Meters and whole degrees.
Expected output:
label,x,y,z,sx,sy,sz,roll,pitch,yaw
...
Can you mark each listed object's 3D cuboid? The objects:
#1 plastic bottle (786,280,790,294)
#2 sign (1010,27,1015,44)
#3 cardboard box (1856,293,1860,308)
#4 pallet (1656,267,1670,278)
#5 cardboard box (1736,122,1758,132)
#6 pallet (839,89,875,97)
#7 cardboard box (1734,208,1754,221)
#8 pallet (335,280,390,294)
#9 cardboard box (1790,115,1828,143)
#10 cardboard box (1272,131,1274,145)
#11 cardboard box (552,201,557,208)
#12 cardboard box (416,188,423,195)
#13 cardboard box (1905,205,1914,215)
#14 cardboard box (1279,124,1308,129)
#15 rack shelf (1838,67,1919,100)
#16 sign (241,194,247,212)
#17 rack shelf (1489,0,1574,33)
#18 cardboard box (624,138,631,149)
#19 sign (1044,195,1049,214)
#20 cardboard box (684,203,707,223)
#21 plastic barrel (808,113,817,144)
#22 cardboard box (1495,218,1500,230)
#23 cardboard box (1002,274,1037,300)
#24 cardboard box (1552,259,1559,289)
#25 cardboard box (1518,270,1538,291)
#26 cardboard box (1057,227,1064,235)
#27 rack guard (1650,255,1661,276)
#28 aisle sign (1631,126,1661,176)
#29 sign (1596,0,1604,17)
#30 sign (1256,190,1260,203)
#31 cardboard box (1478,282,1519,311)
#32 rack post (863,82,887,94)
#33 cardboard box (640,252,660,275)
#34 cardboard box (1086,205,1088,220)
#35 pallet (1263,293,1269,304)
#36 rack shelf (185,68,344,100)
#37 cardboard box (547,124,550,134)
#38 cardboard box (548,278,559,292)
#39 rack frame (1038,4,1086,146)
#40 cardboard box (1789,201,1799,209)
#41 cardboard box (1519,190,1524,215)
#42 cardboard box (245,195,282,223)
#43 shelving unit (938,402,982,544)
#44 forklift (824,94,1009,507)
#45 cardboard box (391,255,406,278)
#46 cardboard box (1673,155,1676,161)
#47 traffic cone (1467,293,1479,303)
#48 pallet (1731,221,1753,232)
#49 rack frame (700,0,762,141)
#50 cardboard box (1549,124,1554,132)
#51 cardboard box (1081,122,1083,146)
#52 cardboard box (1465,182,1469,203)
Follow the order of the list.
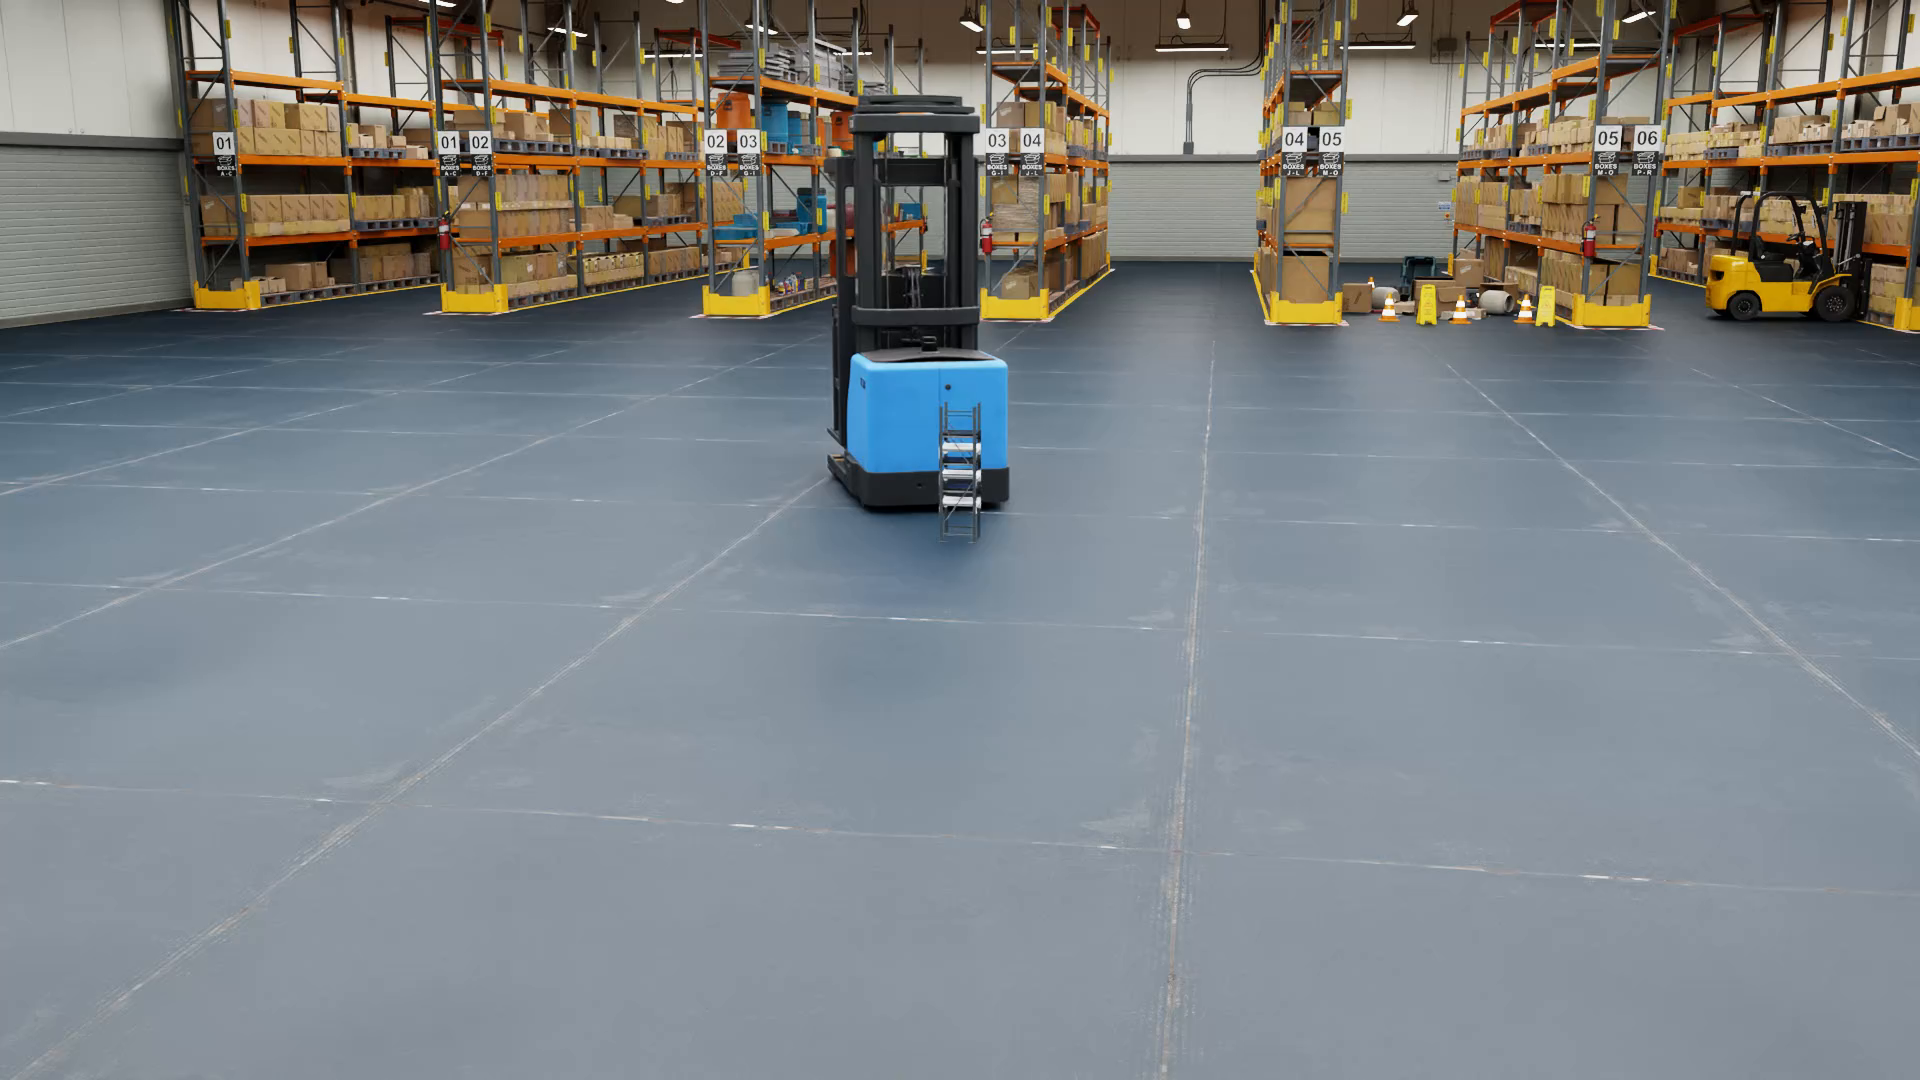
label,x,y,z,sx,sy,sz,roll,pitch,yaw
plastic bottle,-3.300,-4.828,31.710,0.097,0.271,0.097,0,12,0
sign,1.005,-9.643,31.786,0.100,0.325,0.005,2,12,9
cardboard box,15.626,-4.131,28.572,0.500,0.250,0.500,2,12,10
pallet,17.964,-6.631,41.264,1.003,0.211,1.213,2,12,9
cardboard box,17.495,-9.167,36.965,0.396,0.266,0.258,2,12,9
pallet,-2.583,-9.947,37.186,1.213,0.211,1.003,2,12,9
cardboard box,16.710,-6.873,35.126,0.500,0.250,0.500,1,12,6
pallet,-13.010,-5.440,35.736,1.003,0.211,1.213,2,12,9
cardboard box,16.358,-7.926,32.059,0.500,0.500,0.500,2,12,10
cardboard box,6.727,-8.344,34.448,0.500,0.311,0.500,2,12,9
cardboard box,-8.181,-6.623,32.829,0.380,0.149,0.250,2,12,9
cardboard box,-12.537,-7.982,38.090,0.380,0.149,0.250,0,12,1
cardboard box,15.413,-5.293,26.657,0.380,0.149,0.250,2,12,9
cardboard box,5.702,-7.153,28.360,0.500,0.250,0.500,2,12,9
rack shelf,15.944,-7.648,27.777,1.077,0.370,4.000,2,12,9
sign,-13.208,-6.214,30.653,0.100,0.325,0.005,2,12,9
rack shelf,12.270,-11.293,35.855,1.077,0.370,4.000,2,12,9
cardboard box,-7.632,-8.816,37.021,0.500,0.250,0.500,1,12,4
sign,1.476,-5.733,28.419,0.100,0.325,0.005,2,12,9
cardboard box,-6.655,-8.293,42.117,0.500,0.500,0.500,2,12,10
plastic barrel,-3.274,-8.417,34.619,0.600,0.901,0.708,2,12,9
cardboard box,11.846,-6.819,35.868,0.500,0.250,0.500,2,12,10
cardboard box,1.052,-4.440,29.411,0.500,0.500,0.500,4,13,19
cardboard box,10.837,-4.733,29.583,0.500,0.500,0.500,3,12,12
cardboard box,11.637,-5.163,33.072,0.950,0.372,0.625,2,12,11
cardboard box,1.812,-5.983,32.230,0.380,0.149,0.250,2,12,9
rack guard,18.086,-6.939,42.004,1.175,0.500,0.348,2,12,9
aisle sign,11.028,-6.254,26.721,0.394,0.787,0.004,2,12,9
sign,10.186,-8.495,26.458,0.100,0.325,0.005,2,12,9
sign,7.749,-8.917,43.193,0.100,0.325,0.005,2,12,9
cardboard box,9.837,-4.439,30.398,0.500,0.500,0.500,-10,16,-40
rack post,-2.269,-10.707,39.494,0.937,0.300,0.954,2,12,8
cardboard box,-7.266,-6.393,38.426,0.500,0.500,0.500,2,12,11
cardboard box,2.591,-7.241,37.236,0.500,0.500,0.500,2,12,7
pallet,6.484,-4.778,32.662,1.003,0.211,1.213,2,12,9
rack shelf,-13.436,-8.804,32.202,1.077,0.370,4.000,2,12,9
cardboard box,-11.214,-10.888,44.617,0.500,0.500,0.500,2,12,10
cardboard box,-8.238,-5.031,32.746,0.500,0.250,0.500,2,12,9
rack frame,2.170,-9.925,35.687,1.000,3.000,0.127,2,12,9
cardboard box,16.217,-6.447,32.014,0.380,0.149,0.250,2,12,7
cardboard box,11.516,-6.765,33.325,0.500,0.500,0.500,2,12,10
cardboard box,-13.287,-6.304,31.652,0.500,0.500,0.500,2,12,9
shelving unit,0.001,-0.442,10.906,0.258,0.900,0.210,2,12,9
forklift,-0.454,-1.930,12.994,1.130,2.935,3.031,-3,12,-12
cardboard box,-12.815,-6.108,37.103,0.700,0.500,0.500,2,12,8
cardboard box,17.608,-9.304,40.524,0.380,0.149,0.250,2,12,10
traffic cone,10.154,-4.902,32.641,0.336,0.463,0.334,2,12,9
pallet,16.902,-6.561,34.772,1.213,0.211,1.003,2,12,9
rack frame,-3.955,-8.420,28.704,1.000,3.000,0.127,2,12,9
cardboard box,10.976,-7.517,30.337,0.380,0.149,0.250,2,12,8
cardboard box,2.344,-8.645,35.441,0.500,0.500,0.500,2,12,10
cardboard box,12.617,-8.465,40.539,0.500,0.500,0.500,2,12,9
